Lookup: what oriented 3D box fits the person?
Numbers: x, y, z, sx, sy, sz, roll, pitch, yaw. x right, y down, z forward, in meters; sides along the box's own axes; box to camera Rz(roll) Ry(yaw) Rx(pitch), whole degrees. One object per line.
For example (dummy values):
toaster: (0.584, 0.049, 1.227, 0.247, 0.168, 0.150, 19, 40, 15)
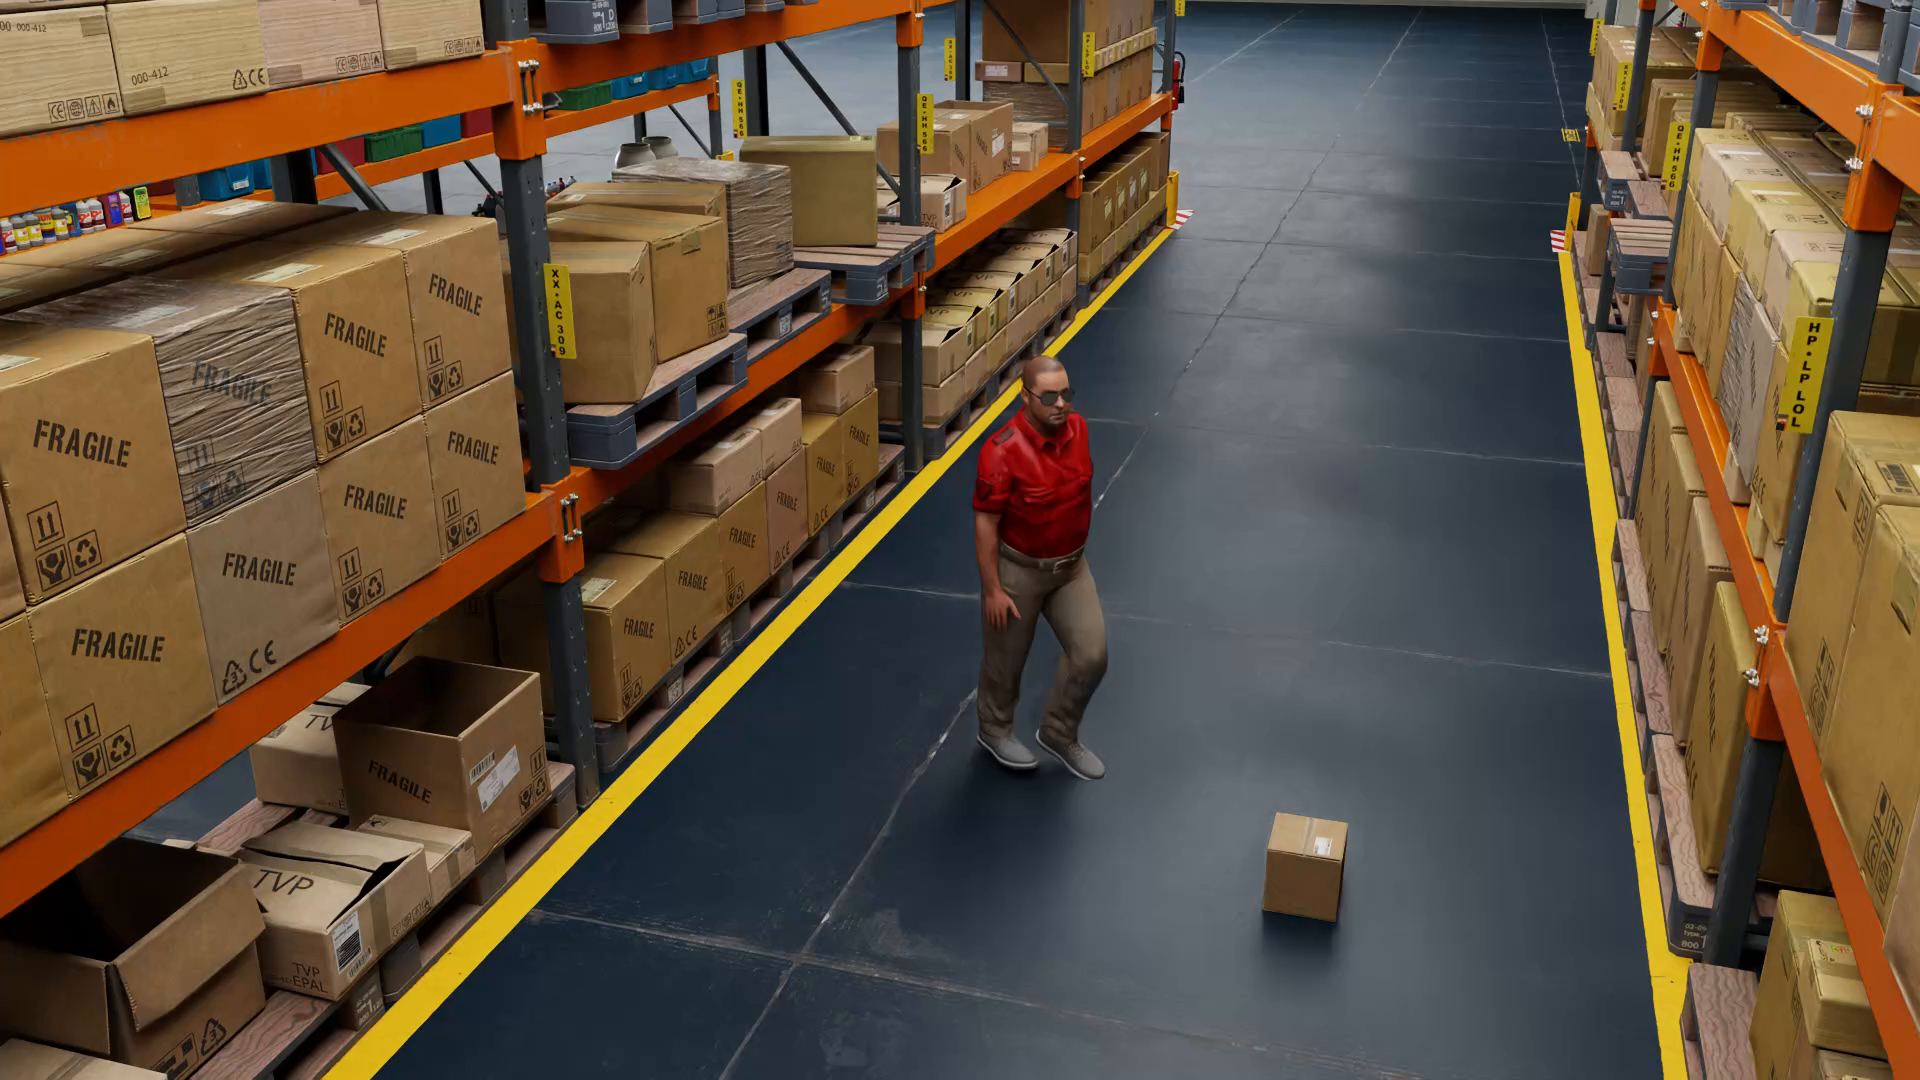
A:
person: (0.260, 0.129, 6.309, 0.570, 1.753, 0.537, -15, 26, -32)
